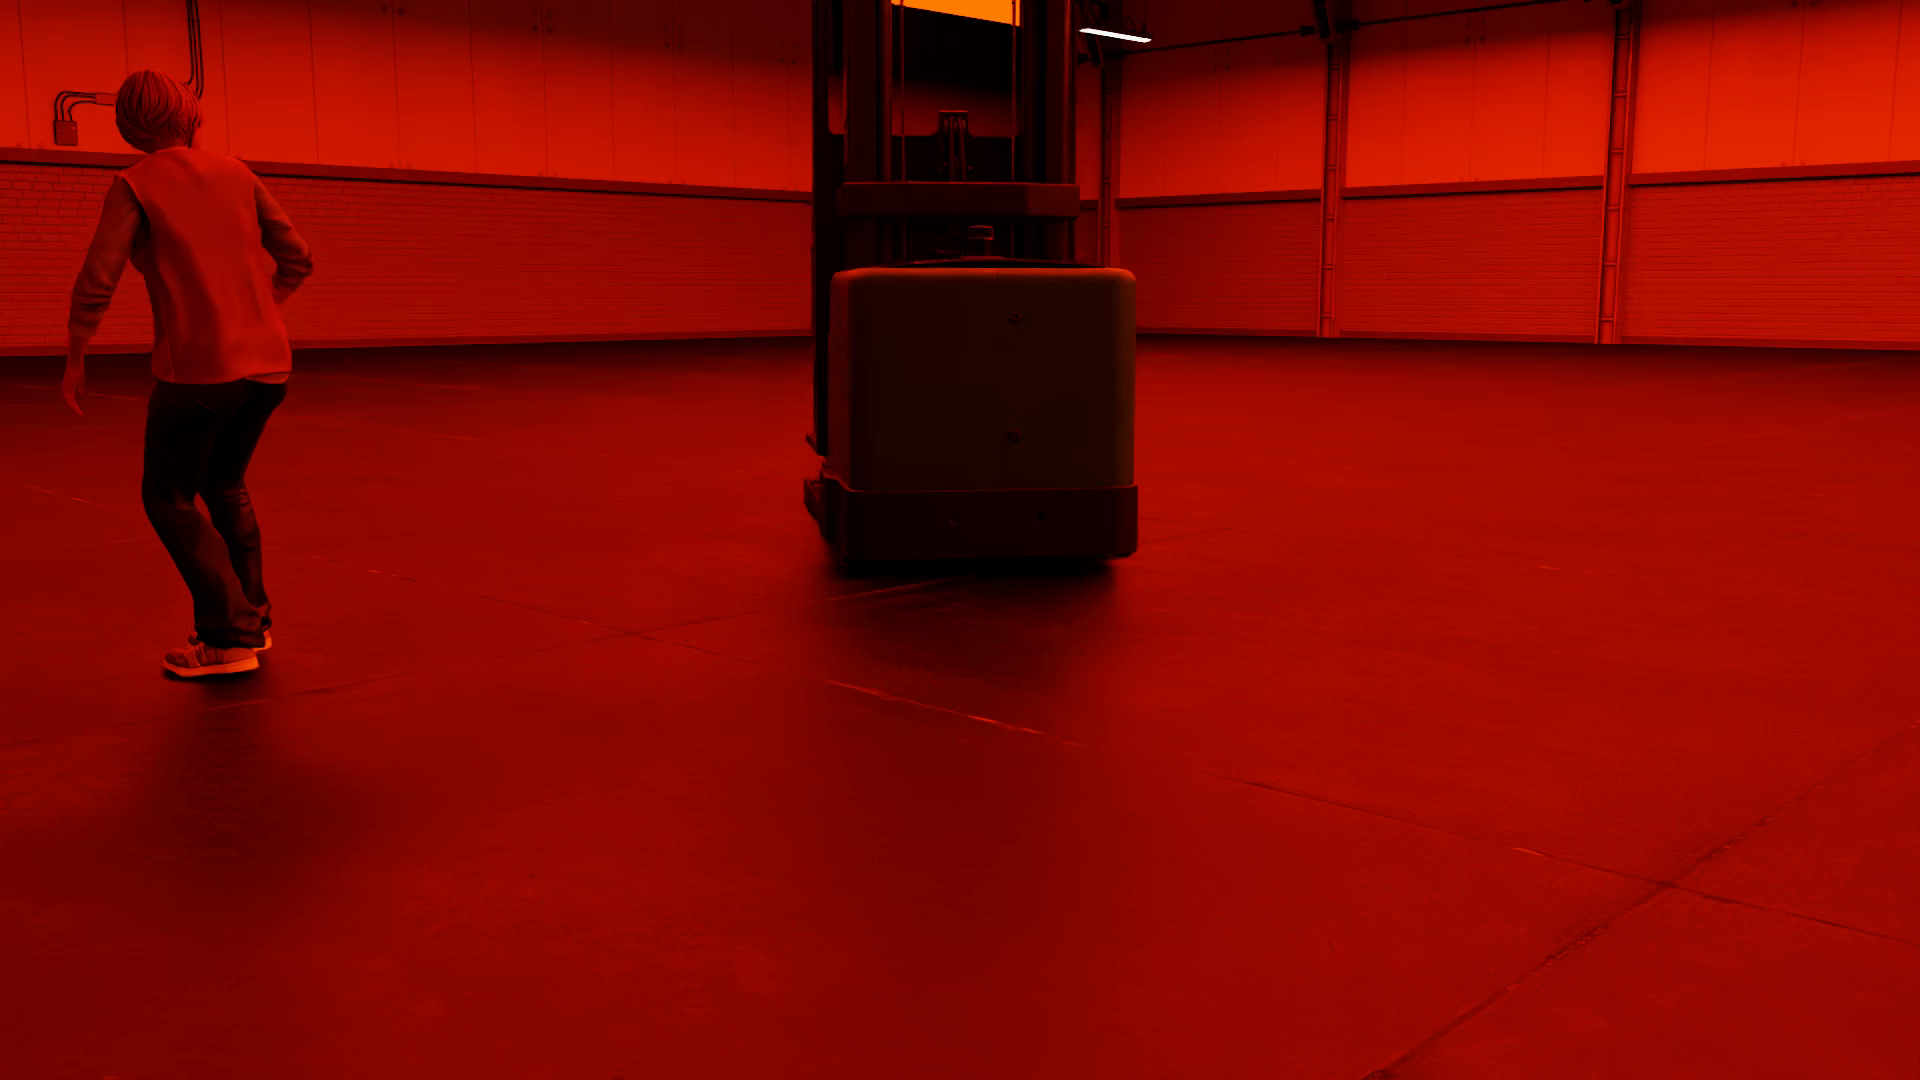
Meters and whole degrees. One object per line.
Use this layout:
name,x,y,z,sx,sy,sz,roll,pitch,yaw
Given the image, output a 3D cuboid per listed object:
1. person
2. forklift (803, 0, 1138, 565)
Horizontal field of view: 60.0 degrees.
person,-2.014,-0.423,4.343,0.447,1.562,0.625,5,10,28
forklift,-0.104,-1.539,7.096,1.130,2.935,3.031,-1,9,-9
